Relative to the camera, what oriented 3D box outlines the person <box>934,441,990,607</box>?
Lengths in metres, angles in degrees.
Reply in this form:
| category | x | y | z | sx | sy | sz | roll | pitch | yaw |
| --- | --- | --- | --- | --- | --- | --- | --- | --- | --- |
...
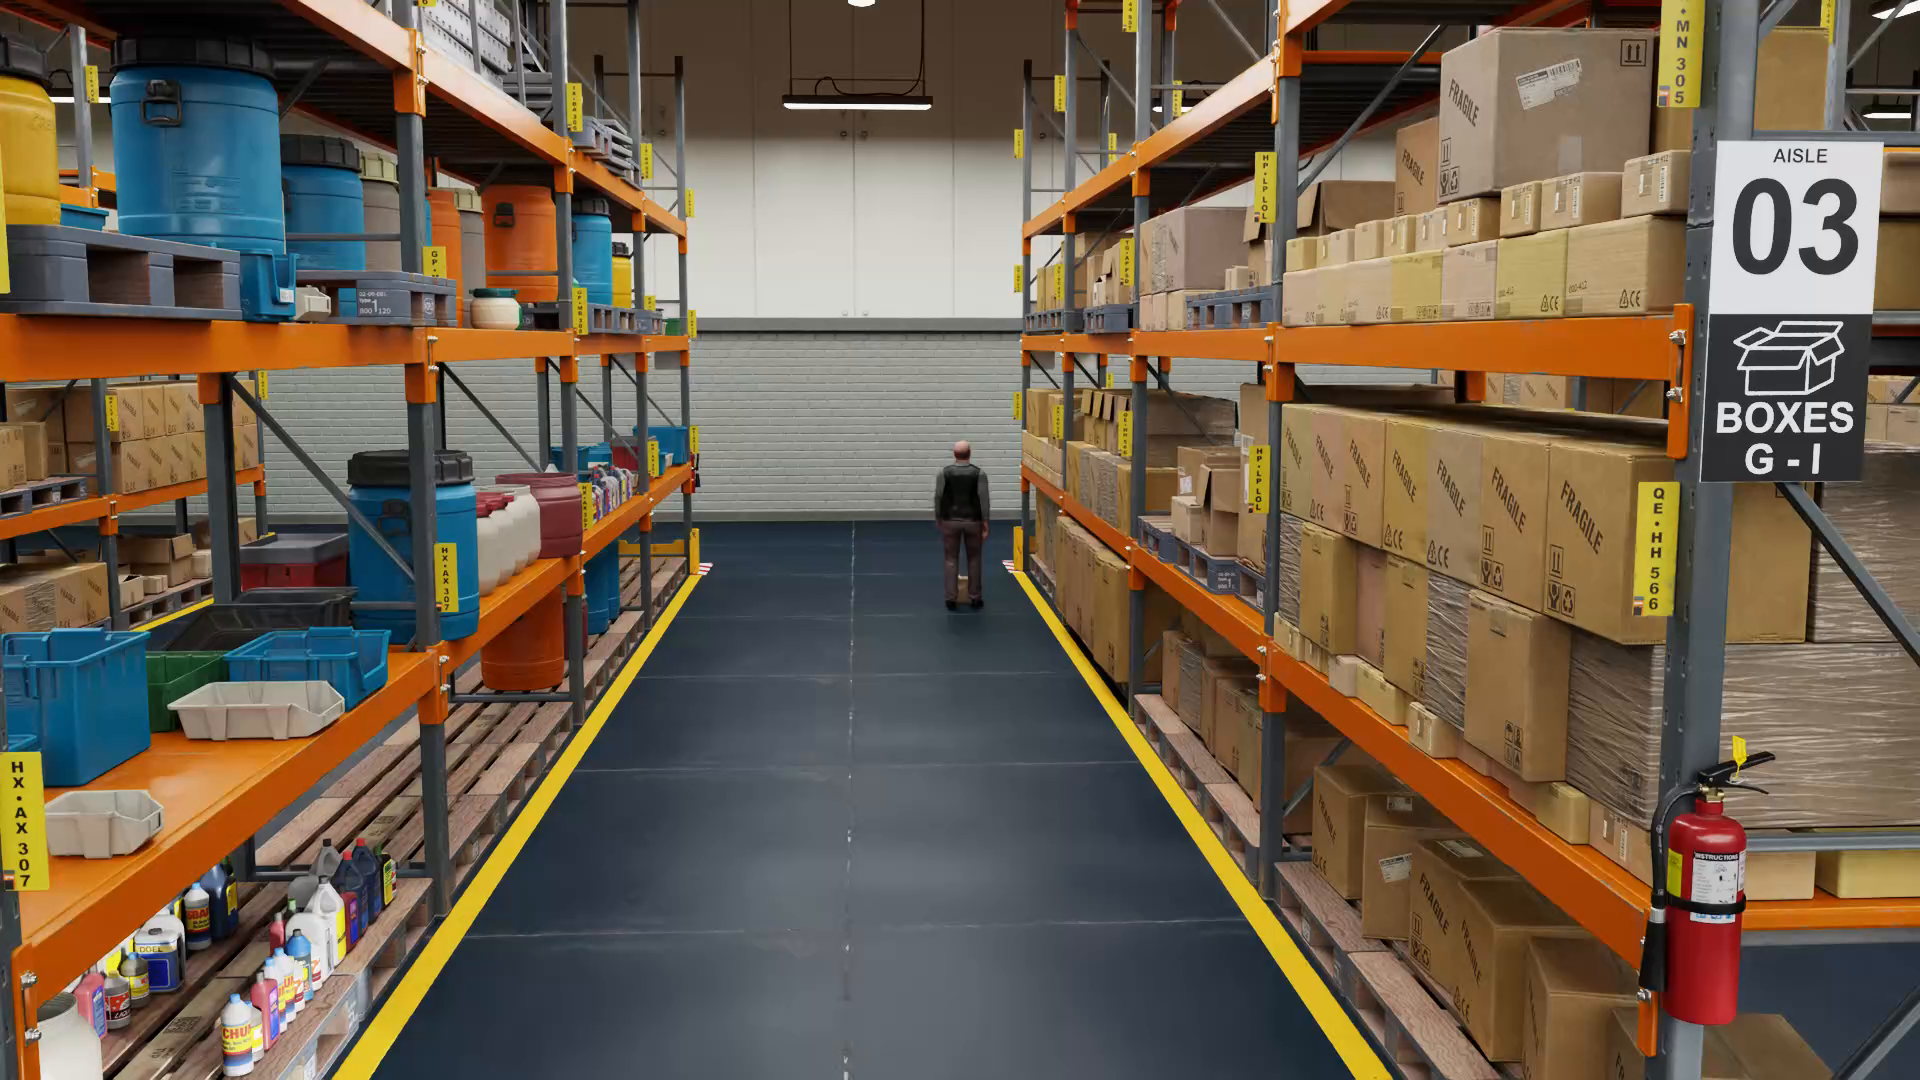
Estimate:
| category | x | y | z | sx | sy | sz | roll | pitch | yaw |
| --- | --- | --- | --- | --- | --- | --- | --- | --- | --- |
| person | 0.023 | -0.170 | 17.199 | 0.574 | 1.730 | 0.490 | 0 | 7 | 1 |
